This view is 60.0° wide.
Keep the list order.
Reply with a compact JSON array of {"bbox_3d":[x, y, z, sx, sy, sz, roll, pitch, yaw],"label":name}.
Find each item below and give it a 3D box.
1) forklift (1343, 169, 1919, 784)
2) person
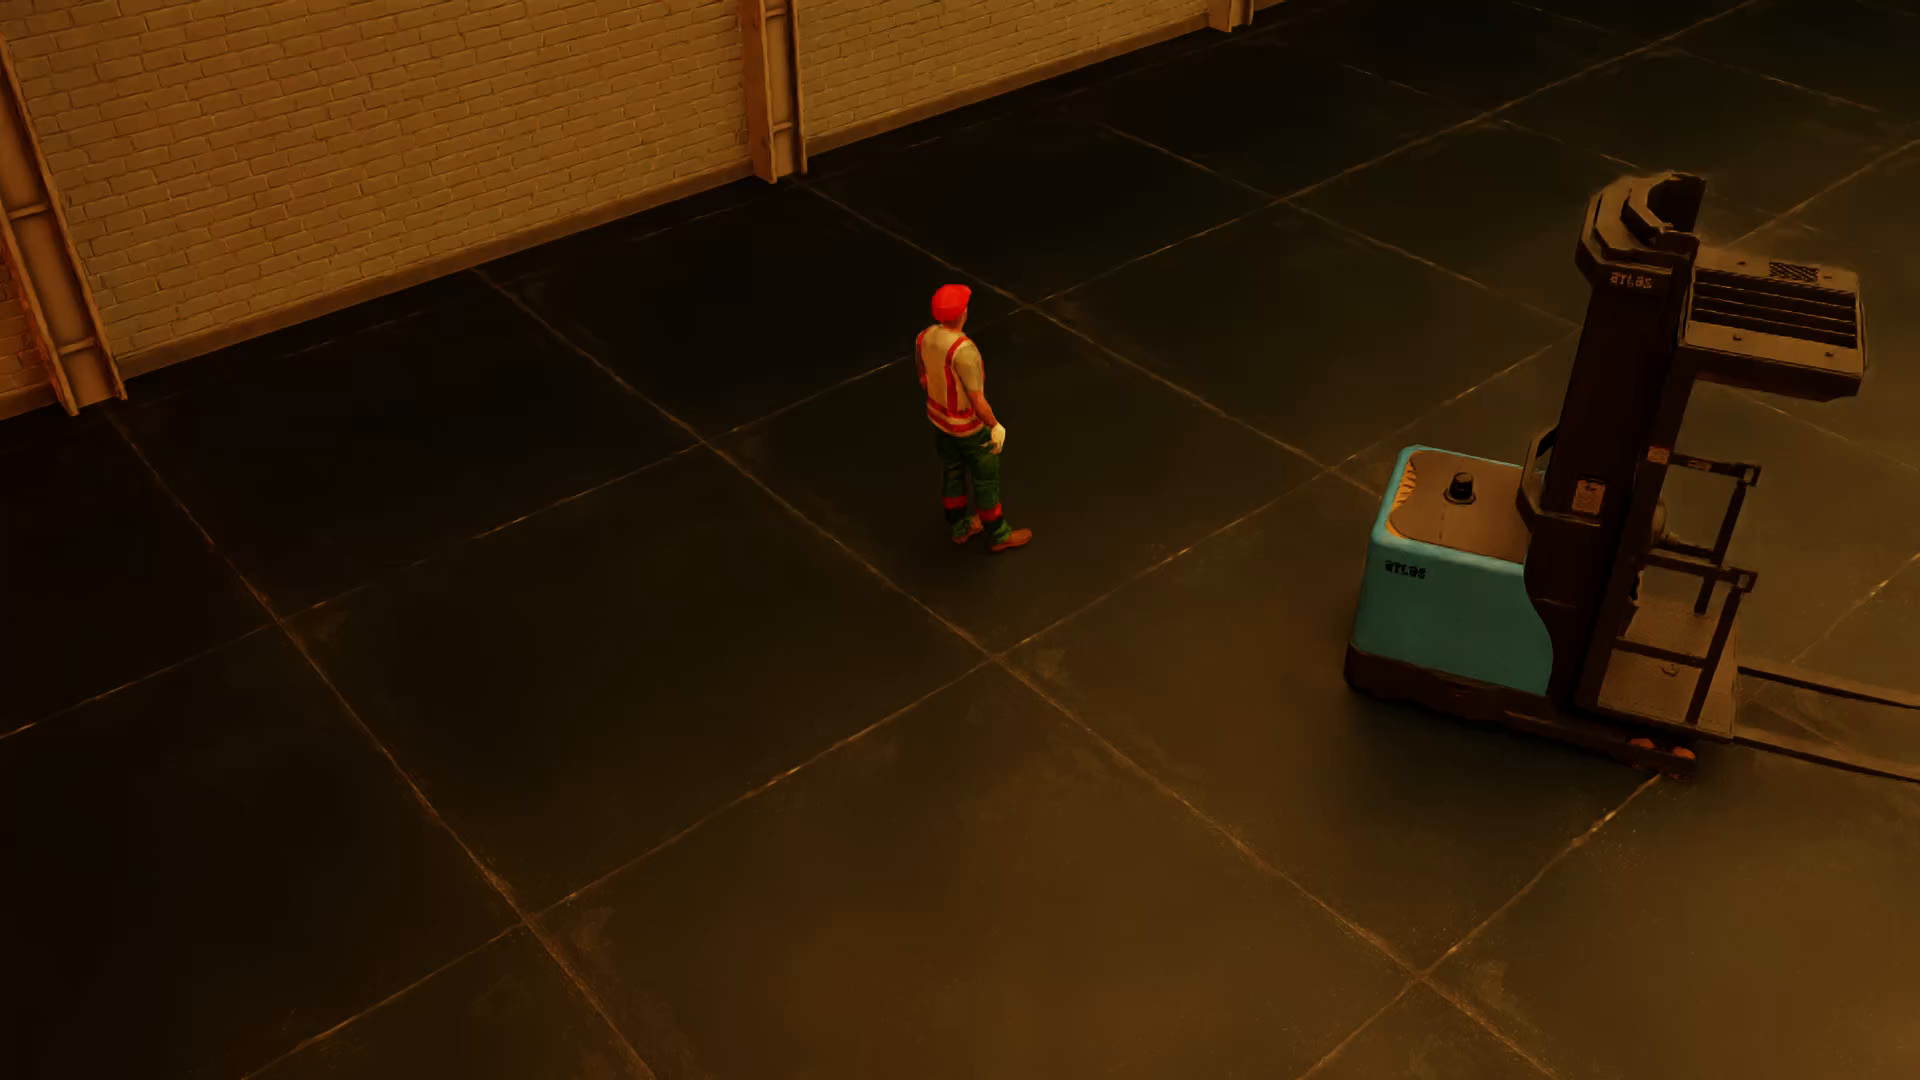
[{"bbox_3d":[3.725,-0.280,8.406,3.031,2.935,1.130,14,38,18],"label":"forklift"},{"bbox_3d":[0.068,-0.752,10.001,0.563,1.787,0.637,-27,44,-32],"label":"person"}]
